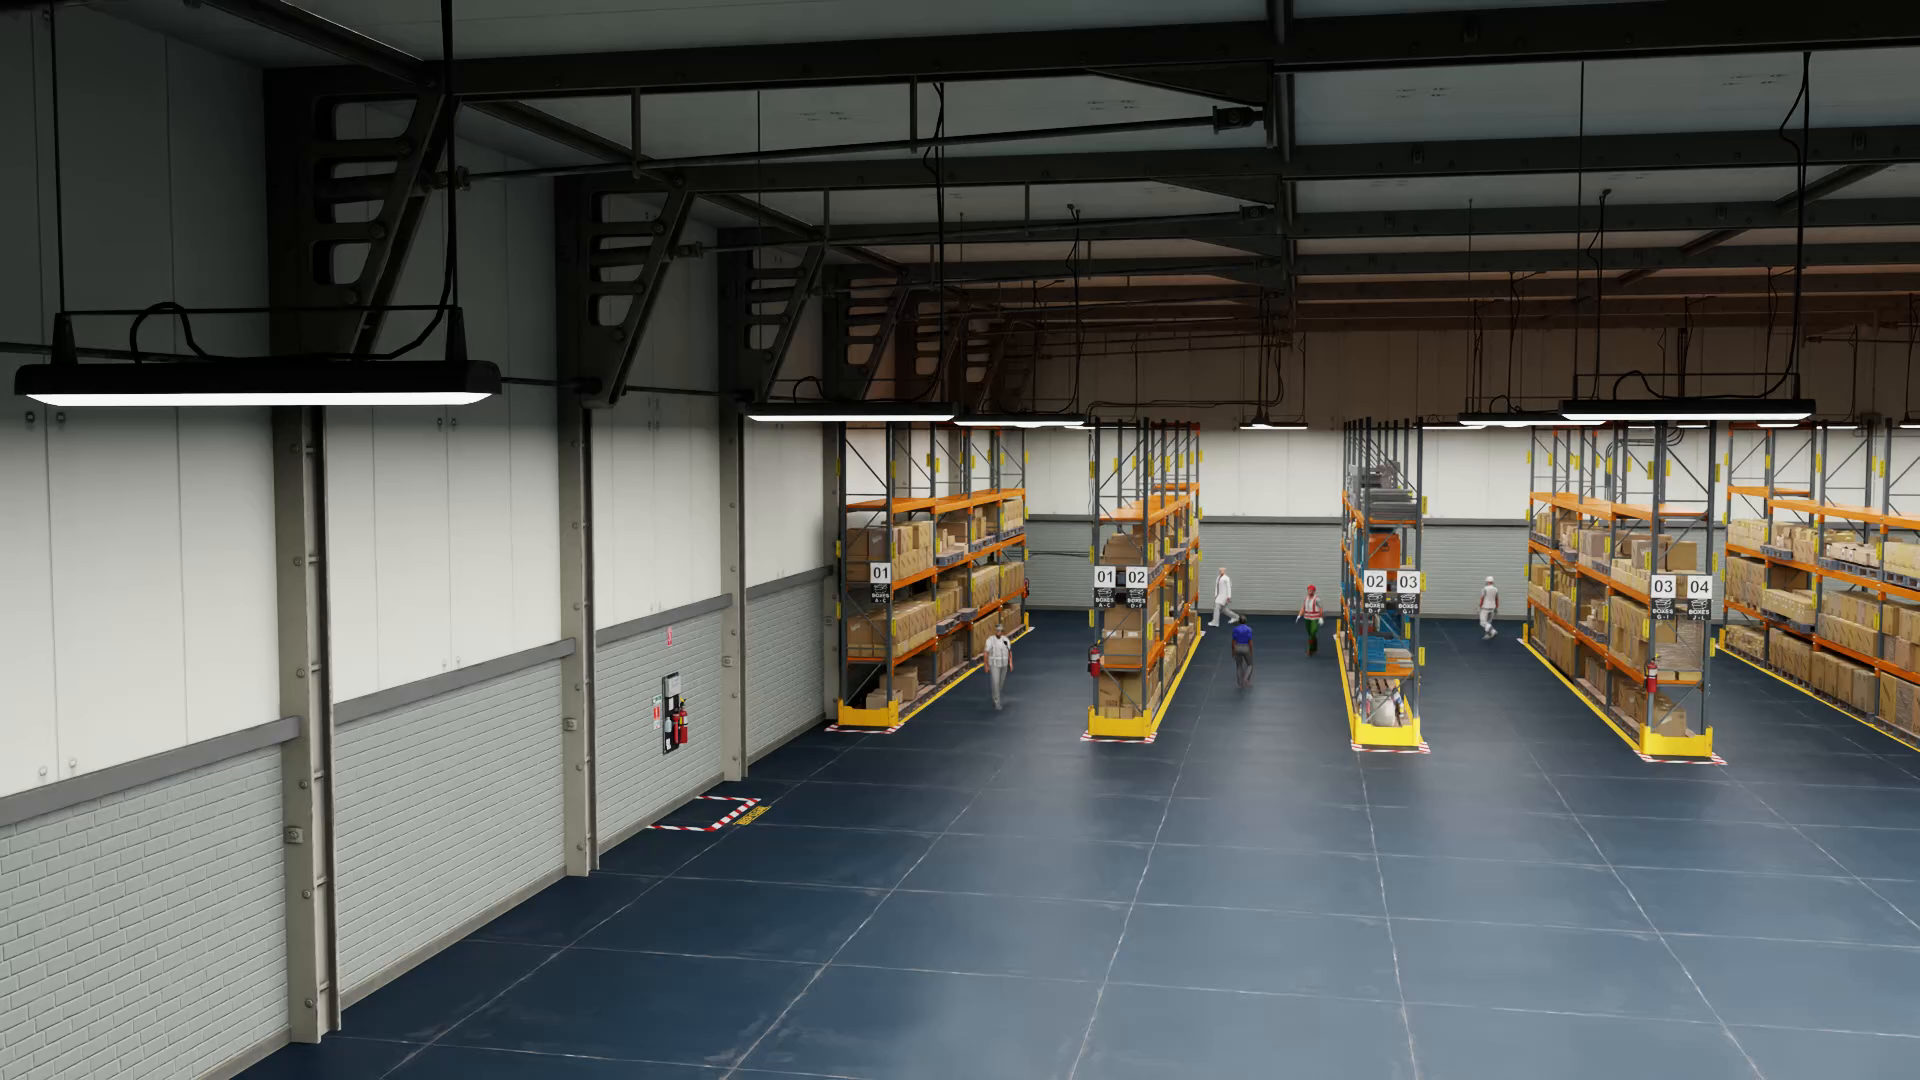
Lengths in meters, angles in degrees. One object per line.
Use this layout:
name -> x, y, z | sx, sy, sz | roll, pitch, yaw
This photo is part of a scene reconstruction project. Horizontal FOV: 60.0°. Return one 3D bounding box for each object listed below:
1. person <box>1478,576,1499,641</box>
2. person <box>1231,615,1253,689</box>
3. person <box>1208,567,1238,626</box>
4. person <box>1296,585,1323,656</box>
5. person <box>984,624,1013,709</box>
person -> 14.477, 1.884, 45.476 | 0.581, 1.779, 0.791 | -2, 4, -22
person -> 6.290, 2.504, 37.041 | 0.492, 1.637, 0.470 | 1, 4, 17
person -> 7.769, 1.664, 49.028 | 1.085, 1.737, 0.560 | -1, 4, -17
person -> 9.018, 2.050, 42.900 | 0.621, 1.777, 0.889 | 3, 5, 41
person -> 0.821, 2.597, 34.516 | 0.573, 1.719, 0.862 | -2, 4, -30
